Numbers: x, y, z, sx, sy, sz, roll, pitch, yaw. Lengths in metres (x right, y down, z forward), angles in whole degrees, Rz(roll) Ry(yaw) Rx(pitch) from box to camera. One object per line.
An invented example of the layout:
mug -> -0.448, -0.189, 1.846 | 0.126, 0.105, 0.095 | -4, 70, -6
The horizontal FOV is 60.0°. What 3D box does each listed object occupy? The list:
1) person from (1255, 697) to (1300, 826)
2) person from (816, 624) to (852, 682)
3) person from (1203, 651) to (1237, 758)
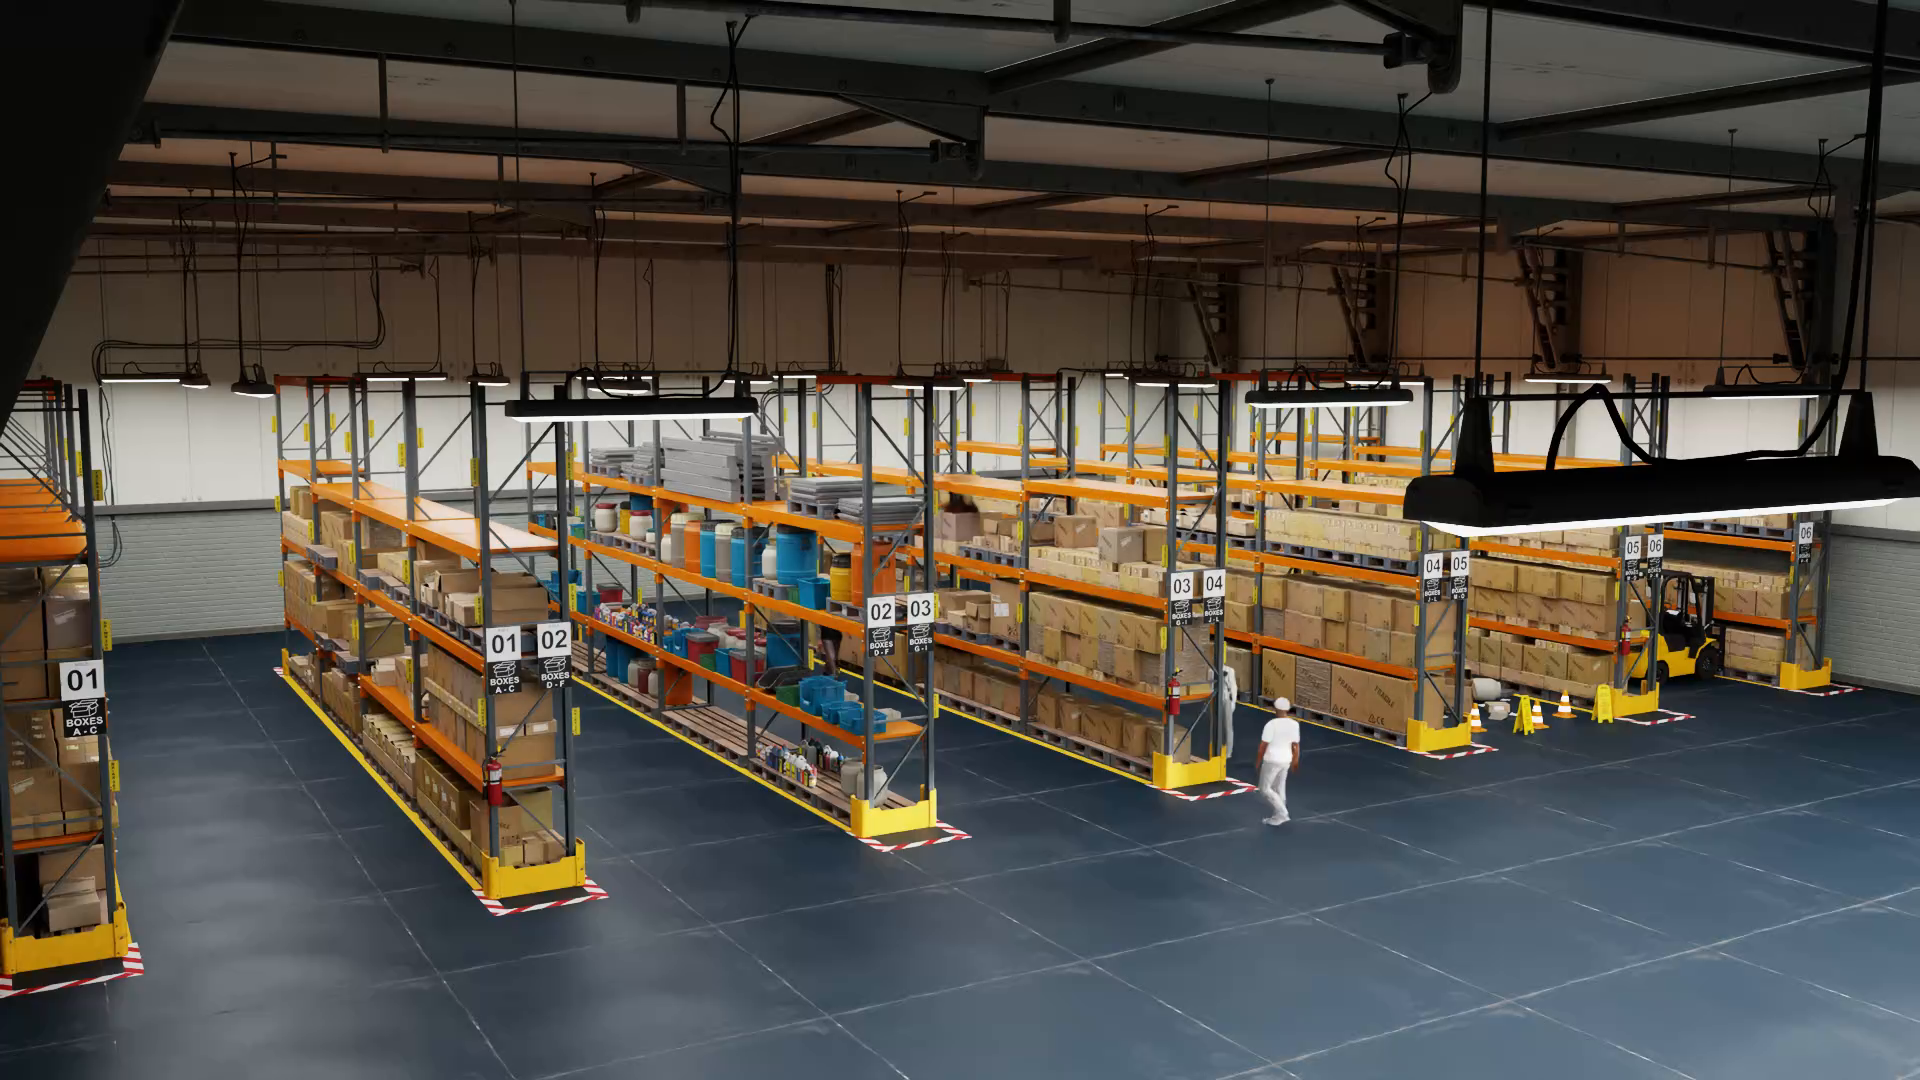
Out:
person -> 4.298, 2.994, 22.450 | 0.628, 1.772, 0.477 | -6, 8, -42
person -> -2.418, 1.895, 31.622 | 0.624, 1.664, 1.042 | -4, 7, -32
person -> 4.146, 2.593, 26.555 | 0.515, 1.703, 0.368 | 3, 7, 26
